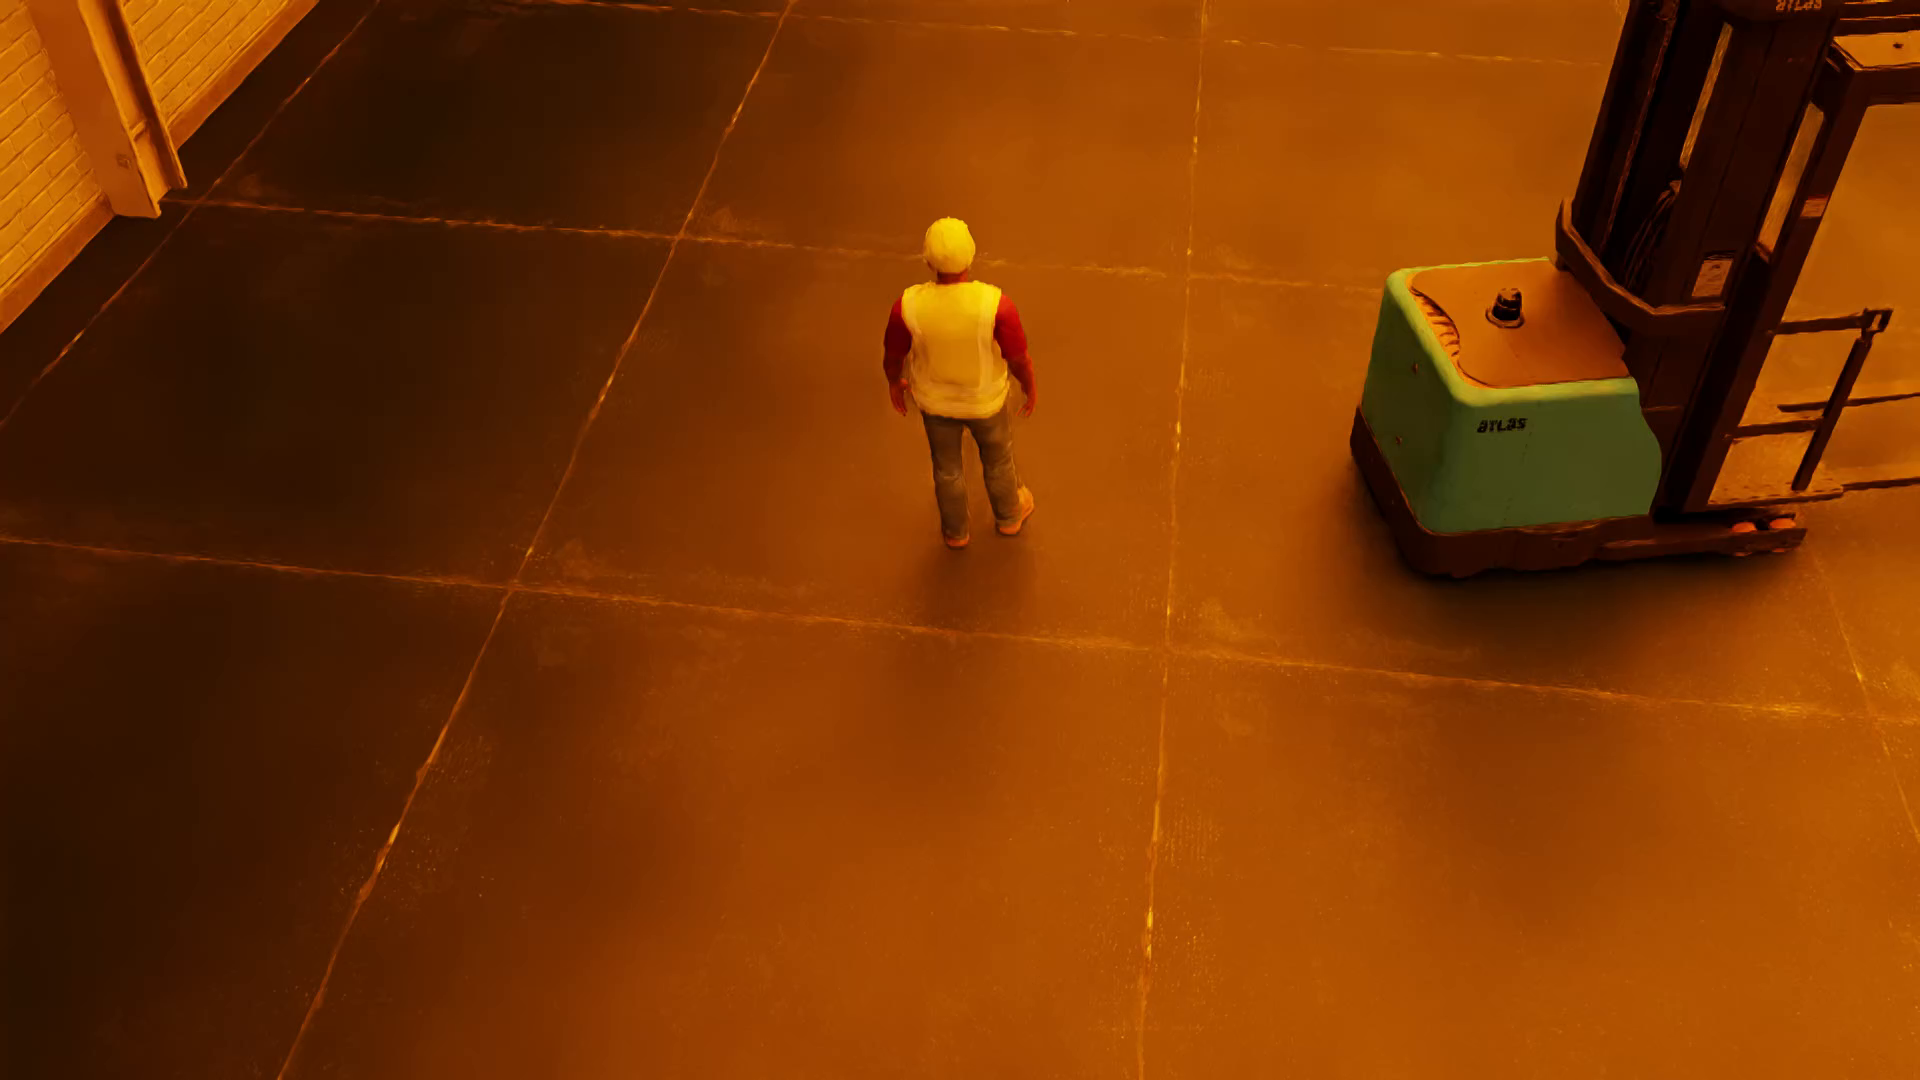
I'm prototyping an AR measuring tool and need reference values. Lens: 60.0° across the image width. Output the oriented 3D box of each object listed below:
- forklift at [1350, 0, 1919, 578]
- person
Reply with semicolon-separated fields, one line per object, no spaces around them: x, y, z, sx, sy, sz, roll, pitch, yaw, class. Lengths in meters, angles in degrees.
3.506;-1.354;7.199;3.031;2.935;1.130;-5;43;-6;forklift
0.015;-0.702;7.339;0.665;1.766;0.576;5;43;6;person
